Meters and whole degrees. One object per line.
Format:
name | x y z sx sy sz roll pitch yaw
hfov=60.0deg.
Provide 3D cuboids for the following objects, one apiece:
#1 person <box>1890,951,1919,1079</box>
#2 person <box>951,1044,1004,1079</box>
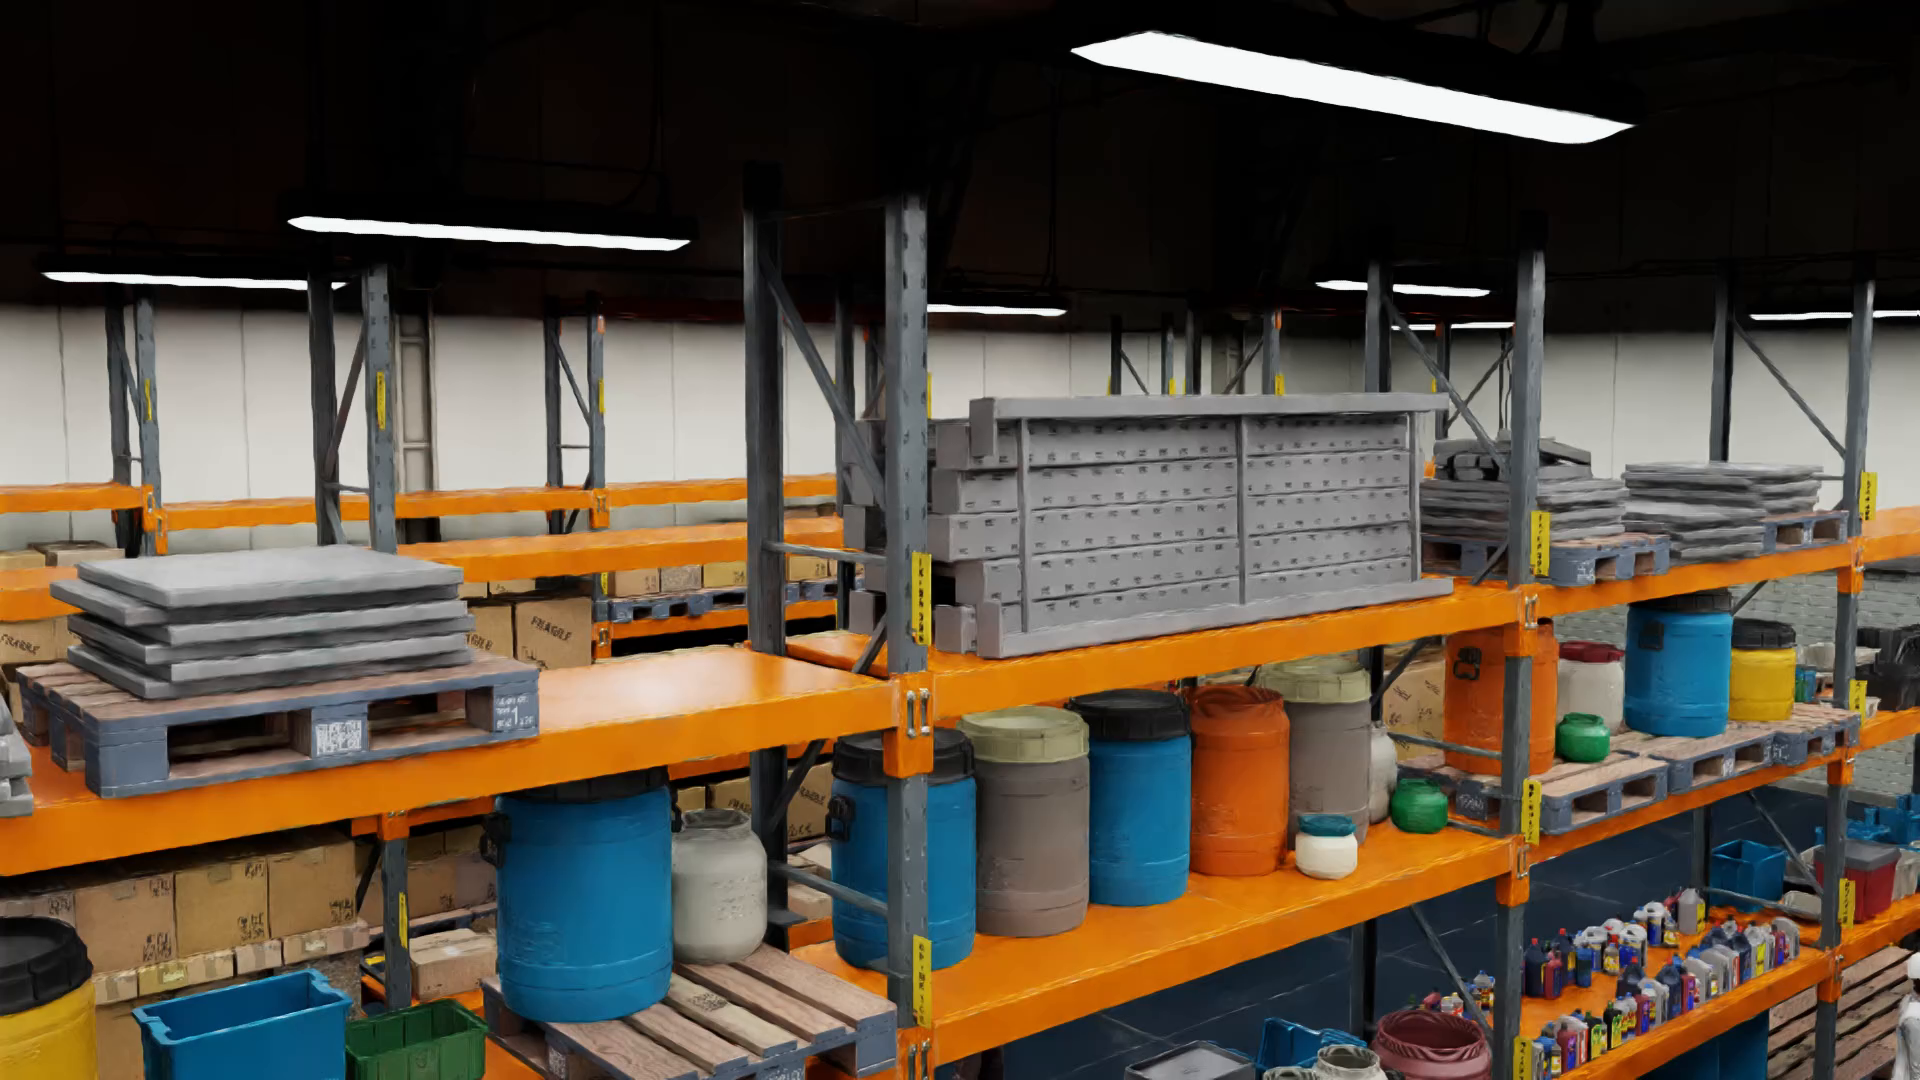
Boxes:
person | 5.758 3.313 9.903 0.393 1.776 0.631 4 7 33
person | 0.165 3.256 11.218 0.466 1.637 0.586 3 6 26
